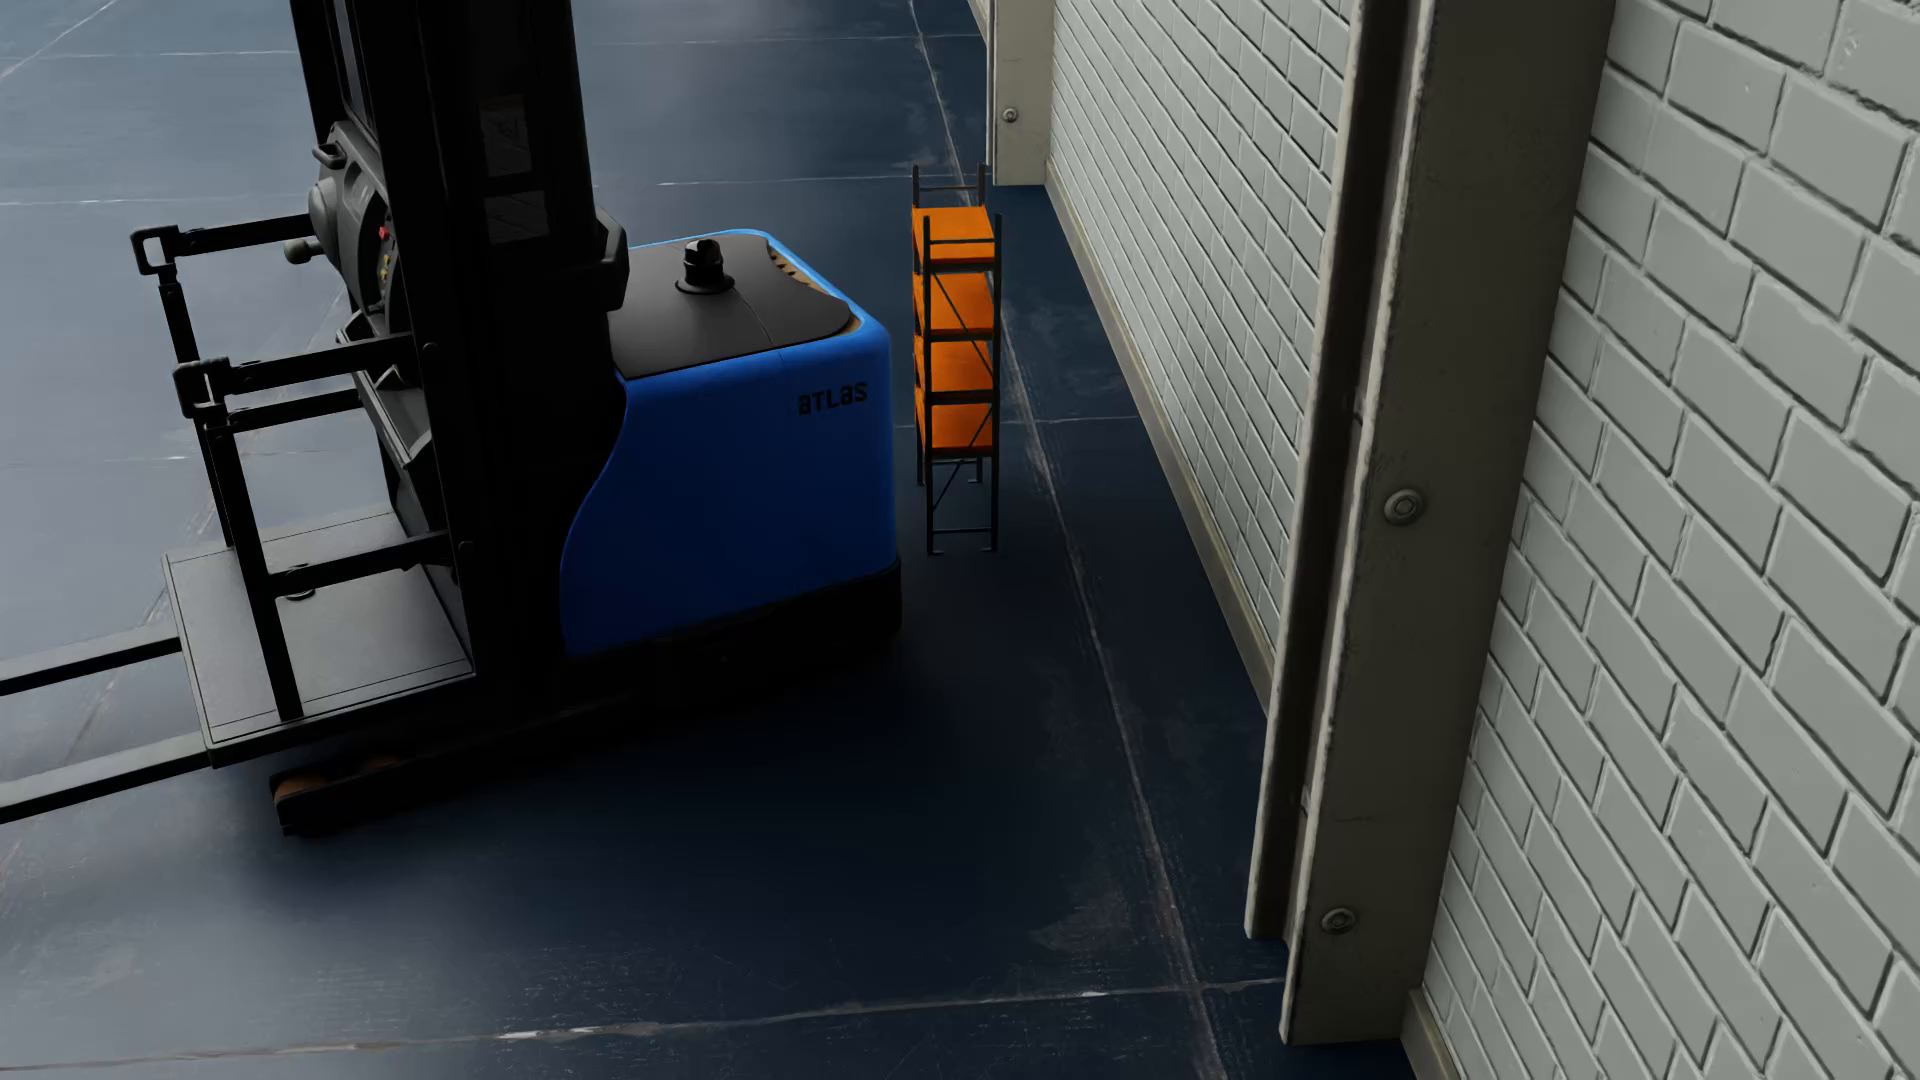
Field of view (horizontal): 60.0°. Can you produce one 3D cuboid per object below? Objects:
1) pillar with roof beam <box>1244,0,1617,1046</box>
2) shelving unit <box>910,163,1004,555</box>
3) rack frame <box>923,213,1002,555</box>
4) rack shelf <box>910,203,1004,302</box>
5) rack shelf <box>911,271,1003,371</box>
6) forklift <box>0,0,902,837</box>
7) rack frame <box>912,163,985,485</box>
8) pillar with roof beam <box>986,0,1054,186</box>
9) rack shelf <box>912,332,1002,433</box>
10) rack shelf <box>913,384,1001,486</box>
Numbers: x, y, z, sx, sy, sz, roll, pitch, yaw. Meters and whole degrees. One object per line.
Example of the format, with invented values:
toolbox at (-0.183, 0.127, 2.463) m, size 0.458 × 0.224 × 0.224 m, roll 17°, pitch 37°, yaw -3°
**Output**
pillar with roof beam at (-3.408, -2.607, 1.339) m, size 9.100 × 9.000 × 0.400 m, roll -3°, pitch 31°, yaw -5°
shelving unit at (-0.015, -0.600, 5.584) m, size 0.258 × 1.200 × 0.503 m, roll -3°, pitch 31°, yaw -5°
rack frame at (0.007, -0.475, 5.375) m, size 0.240 × 1.200 × 0.015 m, roll -3°, pitch 31°, yaw -5°
rack shelf at (-0.016, -0.937, 5.382) m, size 0.258 × 0.148 × 0.480 m, roll -3°, pitch 31°, yaw -5°
rack shelf at (-0.016, -0.734, 5.504) m, size 0.258 × 0.148 × 0.480 m, roll -3°, pitch 31°, yaw -5°
forklift at (-1.725, -0.783, 4.202) m, size 3.031 × 2.935 × 1.130 m, roll -15°, pitch 34°, yaw -24°
rack frame at (-0.038, -0.724, 5.792) m, size 0.240 × 1.200 × 0.015 m, roll -3°, pitch 31°, yaw -5°
pillar with roof beam at (-3.968, -5.670, 6.467) m, size 9.100 × 9.000 × 0.400 m, roll -3°, pitch 31°, yaw -5°
rack shelf at (-0.015, -0.542, 5.618) m, size 0.258 × 0.148 × 0.480 m, roll -3°, pitch 31°, yaw -5°
rack shelf at (-0.015, -0.371, 5.720) m, size 0.258 × 0.148 × 0.480 m, roll -3°, pitch 31°, yaw -5°
